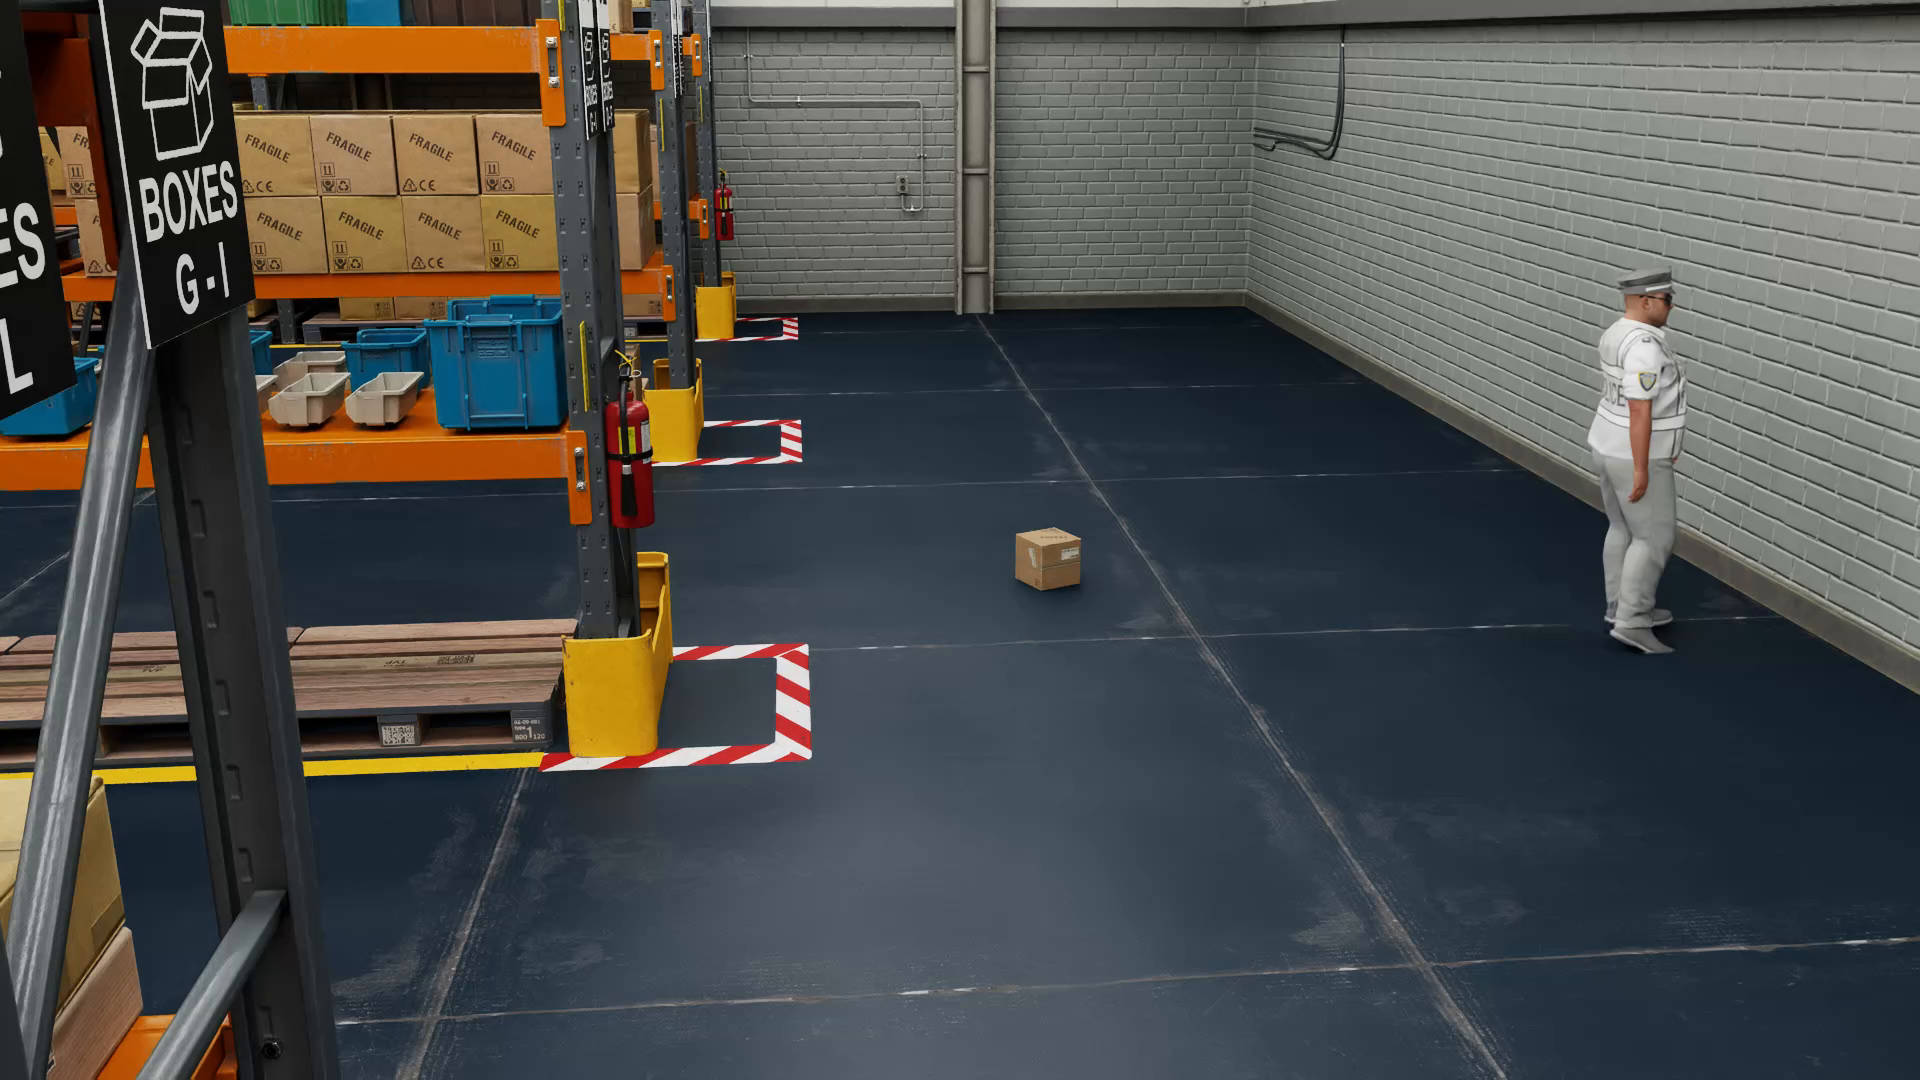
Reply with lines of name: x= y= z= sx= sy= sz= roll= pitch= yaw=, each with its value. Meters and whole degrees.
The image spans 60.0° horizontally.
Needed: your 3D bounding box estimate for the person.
person: x=3.225 y=-0.370 z=7.804 sx=0.513 sy=1.829 sz=0.558 roll=0 pitch=17 yaw=1
